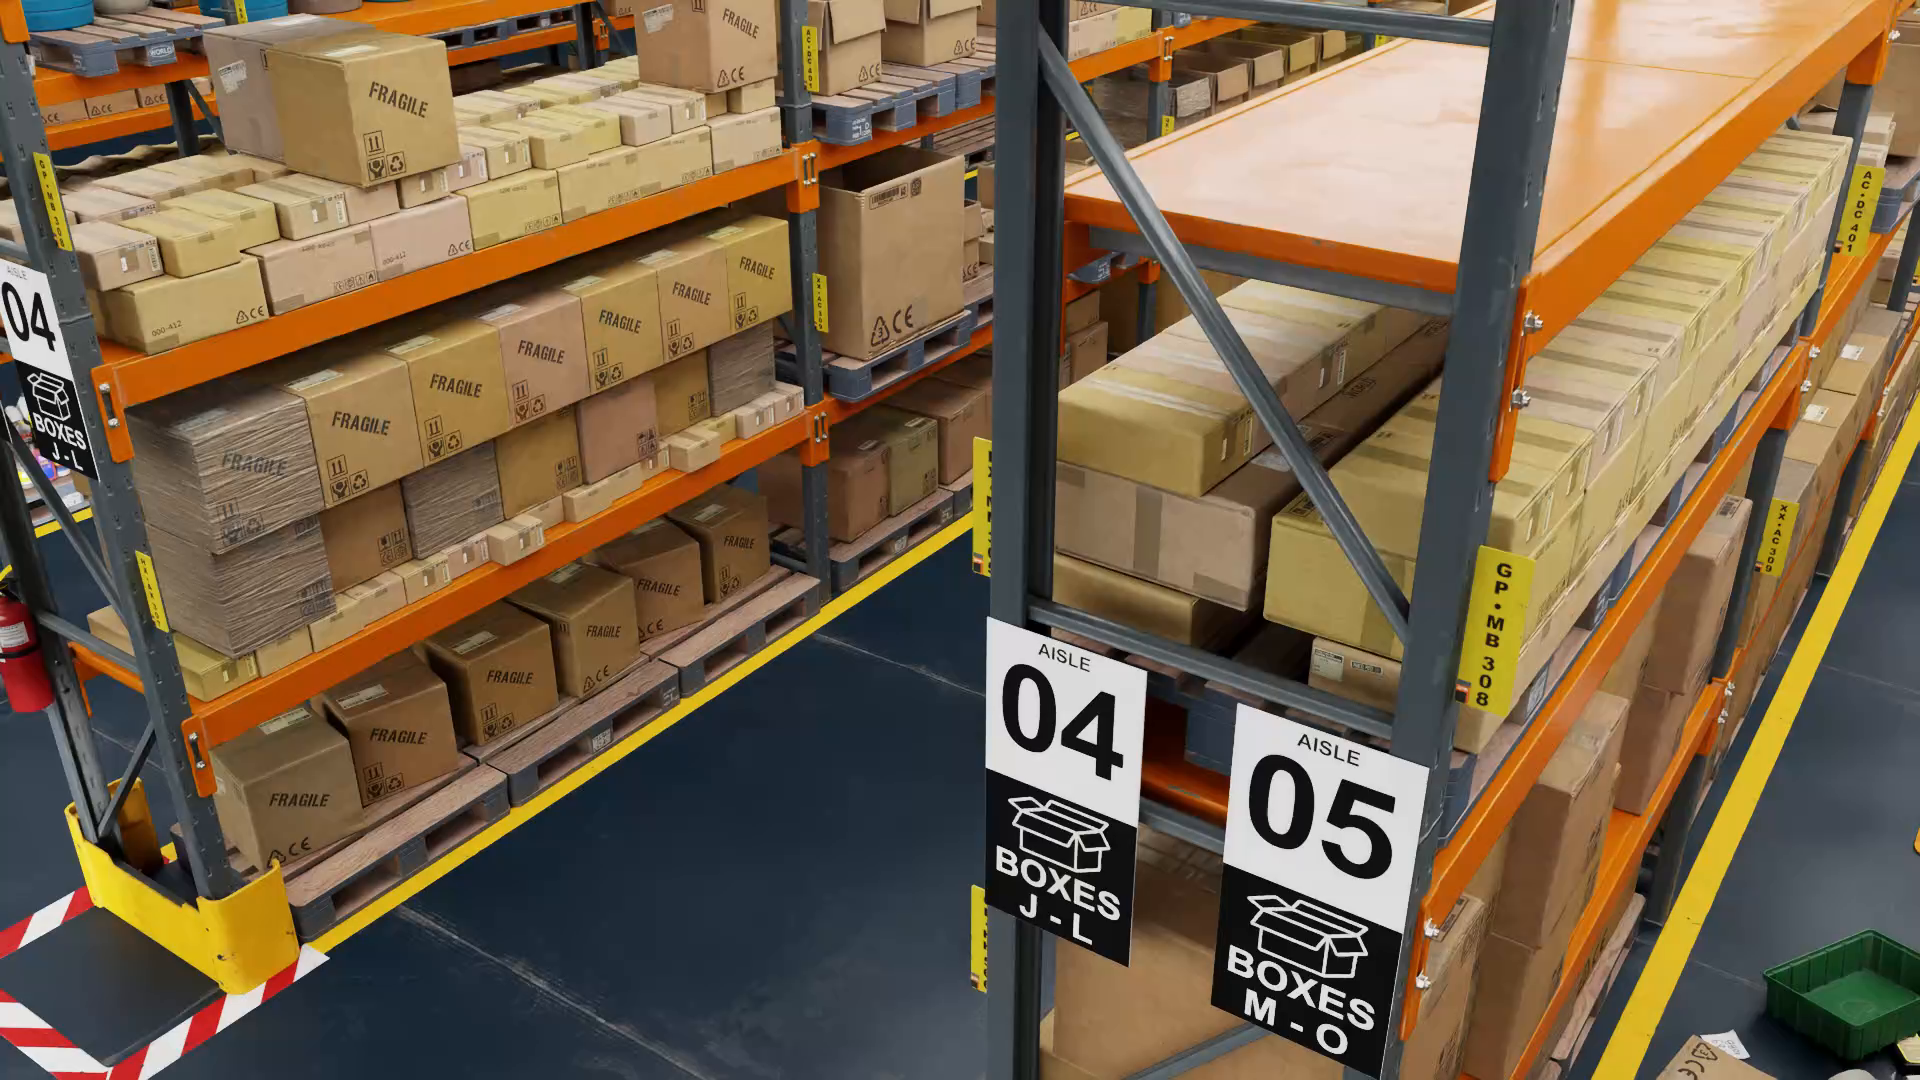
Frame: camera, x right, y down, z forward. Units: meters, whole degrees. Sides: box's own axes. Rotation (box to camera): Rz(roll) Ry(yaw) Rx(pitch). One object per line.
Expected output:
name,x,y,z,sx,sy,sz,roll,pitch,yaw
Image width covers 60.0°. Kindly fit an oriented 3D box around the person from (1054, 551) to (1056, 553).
person,0.481,0.119,8.941,0.348,1.580,0.475,16,31,28
